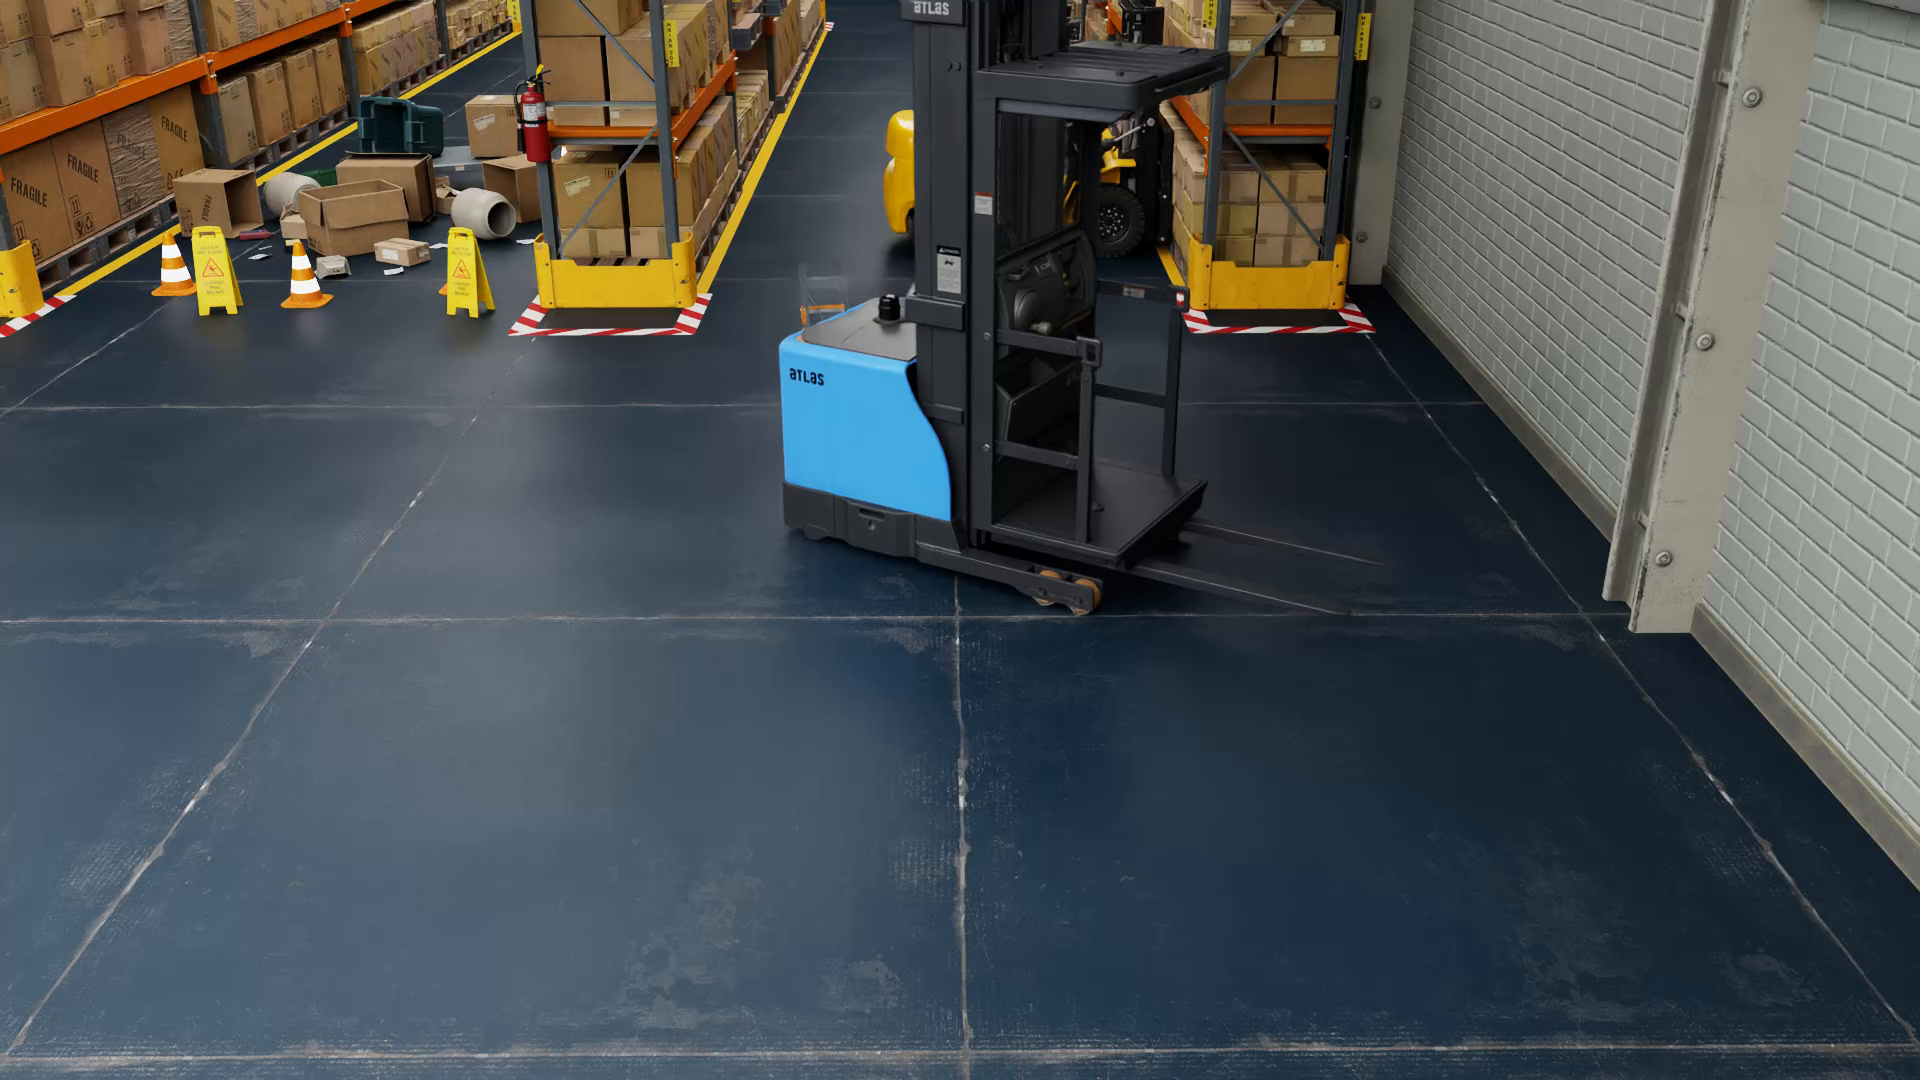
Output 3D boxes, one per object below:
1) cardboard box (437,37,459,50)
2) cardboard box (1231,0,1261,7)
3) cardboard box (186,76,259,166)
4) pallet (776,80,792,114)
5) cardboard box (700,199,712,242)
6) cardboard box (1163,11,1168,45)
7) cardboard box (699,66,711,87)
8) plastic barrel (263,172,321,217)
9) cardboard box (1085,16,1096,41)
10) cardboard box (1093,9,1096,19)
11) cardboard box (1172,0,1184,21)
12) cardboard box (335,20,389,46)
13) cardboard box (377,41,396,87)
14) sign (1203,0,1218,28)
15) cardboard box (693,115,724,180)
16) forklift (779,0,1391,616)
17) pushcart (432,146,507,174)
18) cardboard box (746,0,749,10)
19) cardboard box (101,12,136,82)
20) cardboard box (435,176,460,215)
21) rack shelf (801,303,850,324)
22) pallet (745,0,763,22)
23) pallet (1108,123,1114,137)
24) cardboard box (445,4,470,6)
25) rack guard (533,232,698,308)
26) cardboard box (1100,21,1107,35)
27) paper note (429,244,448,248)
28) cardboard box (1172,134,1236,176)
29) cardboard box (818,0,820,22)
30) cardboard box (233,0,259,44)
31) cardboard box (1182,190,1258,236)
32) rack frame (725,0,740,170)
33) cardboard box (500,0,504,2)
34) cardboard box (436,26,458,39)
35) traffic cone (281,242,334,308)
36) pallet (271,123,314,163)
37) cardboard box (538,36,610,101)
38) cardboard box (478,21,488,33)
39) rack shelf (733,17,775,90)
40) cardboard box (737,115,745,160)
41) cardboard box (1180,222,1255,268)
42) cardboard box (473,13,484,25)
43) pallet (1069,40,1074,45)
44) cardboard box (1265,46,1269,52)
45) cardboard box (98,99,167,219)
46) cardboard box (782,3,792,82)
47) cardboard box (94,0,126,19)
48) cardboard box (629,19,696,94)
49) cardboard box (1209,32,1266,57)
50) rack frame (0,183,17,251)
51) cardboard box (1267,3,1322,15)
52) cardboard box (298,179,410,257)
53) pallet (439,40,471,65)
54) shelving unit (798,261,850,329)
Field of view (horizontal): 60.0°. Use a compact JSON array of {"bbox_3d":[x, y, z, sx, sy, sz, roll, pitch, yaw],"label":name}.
[{"bbox_3d":[-7.384,-7.097,23.752,0.380,0.149,0.250,-1,24,-3],"label":"cardboard box"},{"bbox_3d":[2.135,-4.132,12.976,0.380,0.149,0.250,0,24,0],"label":"cardboard box"},{"bbox_3d":[-7.711,-4.179,16.569,1.050,0.750,0.750,0,24,-1],"label":"cardboard box"},{"bbox_3d":[-2.642,-5.524,20.707,1.003,0.211,1.213,0,24,-1],"label":"pallet"},{"bbox_3d":[-2.352,-2.655,13.807,0.500,0.250,0.500,1,24,1],"label":"cardboard box"},{"bbox_3d":[2.064,-4.492,14.920,0.500,0.500,0.500,0,24,0],"label":"cardboard box"},{"bbox_3d":[-2.331,-3.945,14.138,0.380,0.149,0.250,0,24,0],"label":"cardboard box"},{"bbox_3d":[-6.068,-3.122,15.140,0.512,0.421,0.421,19,30,35],"label":"plastic barrel"},{"bbox_3d":[1.991,-6.993,23.096,0.500,0.500,0.500,1,24,2],"label":"cardboard box"},{"bbox_3d":[2.029,-7.226,22.824,0.380,0.149,0.250,-1,24,-2],"label":"cardboard box"},{"bbox_3d":[2.024,-4.526,14.208,0.380,0.149,0.250,-1,24,-2],"label":"cardboard box"},{"bbox_3d":[-7.429,-6.293,20.639,0.500,0.250,0.500,-1,24,-1],"label":"cardboard box"},{"bbox_3d":[-7.419,-5.957,20.806,0.500,0.500,0.500,0,24,0],"label":"cardboard box"},{"bbox_3d":[1.799,-3.835,11.897,0.100,0.325,0.005,0,24,-1],"label":"sign"},{"bbox_3d":[-2.377,-3.439,14.630,0.500,0.500,0.500,1,24,2],"label":"cardboard box"},{"bbox_3d":[0.599,-1.230,7.912,3.031,2.935,1.130,14,28,27],"label":"forklift"},{"bbox_3d":[-4.945,-3.595,16.241,1.648,0.377,0.936,-9,26,-19],"label":"pushcart"},{"bbox_3d":[-2.391,-5.554,17.186,0.380,0.149,0.250,0,24,0],"label":"cardboard box"},{"bbox_3d":[-7.681,-4.224,14.267,0.875,0.550,0.550,0,24,-1],"label":"cardboard box"},{"bbox_3d":[-4.803,-3.230,15.569,0.258,0.266,0.396,-19,31,-36],"label":"cardboard box"},{"bbox_3d":[-0.760,-1.274,9.365,0.258,0.103,0.180,-5,9,-11],"label":"rack shelf"},{"bbox_3d":[-2.647,-5.566,17.650,1.003,0.211,1.213,0,24,-1],"label":"pallet"},{"bbox_3d":[2.224,-4.883,19.290,1.003,0.211,1.213,0,24,-1],"label":"pallet"},{"bbox_3d":[-7.526,-7.902,24.810,0.380,0.149,0.250,-1,24,-3],"label":"cardboard box"},{"bbox_3d":[-2.623,-2.065,12.709,1.175,0.500,0.348,0,24,-1],"label":"rack guard"},{"bbox_3d":[2.009,-6.590,21.417,0.380,0.149,0.250,-1,24,-3],"label":"cardboard box"},{"bbox_3d":[-4.482,-2.546,14.356,0.148,0.019,0.142,8,26,18],"label":"paper note"},{"bbox_3d":[1.998,-3.197,13.793,0.500,0.250,0.500,0,24,0],"label":"cardboard box"},{"bbox_3d":[-2.689,-8.518,26.543,0.875,0.438,0.875,-1,24,-2],"label":"cardboard box"},{"bbox_3d":[-7.357,-5.228,16.549,0.500,0.500,0.500,0,24,0],"label":"cardboard box"},{"bbox_3d":[2.024,-2.562,12.995,0.500,0.250,0.500,-1,24,-1],"label":"cardboard box"},{"bbox_3d":[-2.665,-4.821,15.769,1.000,3.000,0.127,0,24,-1],"label":"rack frame"},{"bbox_3d":[-7.486,-8.648,26.459,0.380,0.149,0.250,0,24,0],"label":"cardboard box"},{"bbox_3d":[-7.385,-7.232,23.689,0.380,0.149,0.250,1,24,2],"label":"cardboard box"},{"bbox_3d":[-5.023,-2.043,12.705,0.336,0.463,0.334,0,24,-1],"label":"traffic cone"},{"bbox_3d":[-7.714,-4.308,18.019,1.003,0.211,1.213,0,24,-1],"label":"pallet"},{"bbox_3d":[-2.903,-3.576,12.534,0.500,0.500,0.500,-1,24,-1],"label":"cardboard box"},{"bbox_3d":[-7.446,-7.844,25.403,0.380,0.149,0.250,0,24,0],"label":"cardboard box"},{"bbox_3d":[-2.687,-5.317,17.739,1.077,0.370,4.000,0,24,-1],"label":"rack shelf"},{"bbox_3d":[-2.674,-4.031,16.702,0.950,0.372,0.625,0,24,0],"label":"cardboard box"},{"bbox_3d":[2.020,-2.327,13.082,0.500,0.250,0.500,0,24,0],"label":"cardboard box"},{"bbox_3d":[-7.413,-7.867,25.093,0.380,0.149,0.250,0,24,0],"label":"cardboard box"},{"bbox_3d":[2.188,-7.657,25.425,1.003,0.211,1.213,0,24,-1],"label":"pallet"},{"bbox_3d":[2.586,-3.662,13.085,0.500,0.500,0.500,0,24,1],"label":"cardboard box"},{"bbox_3d":[-7.664,-3.349,14.584,0.875,0.875,0.875,0,24,0],"label":"cardboard box"},{"bbox_3d":[-2.639,-6.345,21.207,0.875,0.875,0.875,0,24,0],"label":"cardboard box"},{"bbox_3d":[-7.654,-4.716,14.044,0.875,0.550,0.550,0,24,-1],"label":"cardboard box"},{"bbox_3d":[-2.358,-3.763,12.949,0.500,0.500,0.500,0,24,1],"label":"cardboard box"},{"bbox_3d":[2.058,-3.679,12.336,0.380,0.149,0.250,0,24,0],"label":"cardboard box"},{"bbox_3d":[-7.570,-3.109,11.983,1.000,3.000,0.127,0,24,-1],"label":"rack frame"},{"bbox_3d":[2.565,-4.029,12.749,0.380,0.149,0.250,0,24,0],"label":"cardboard box"},{"bbox_3d":[-5.173,-2.747,14.214,0.797,0.503,0.637,-19,31,-36],"label":"cardboard box"},{"bbox_3d":[-7.744,-7.059,24.103,1.003,0.211,1.213,0,24,-1],"label":"pallet"},{"bbox_3d":[-0.741,-0.962,9.412,0.258,1.200,0.189,-5,9,-11],"label":"shelving unit"}]
